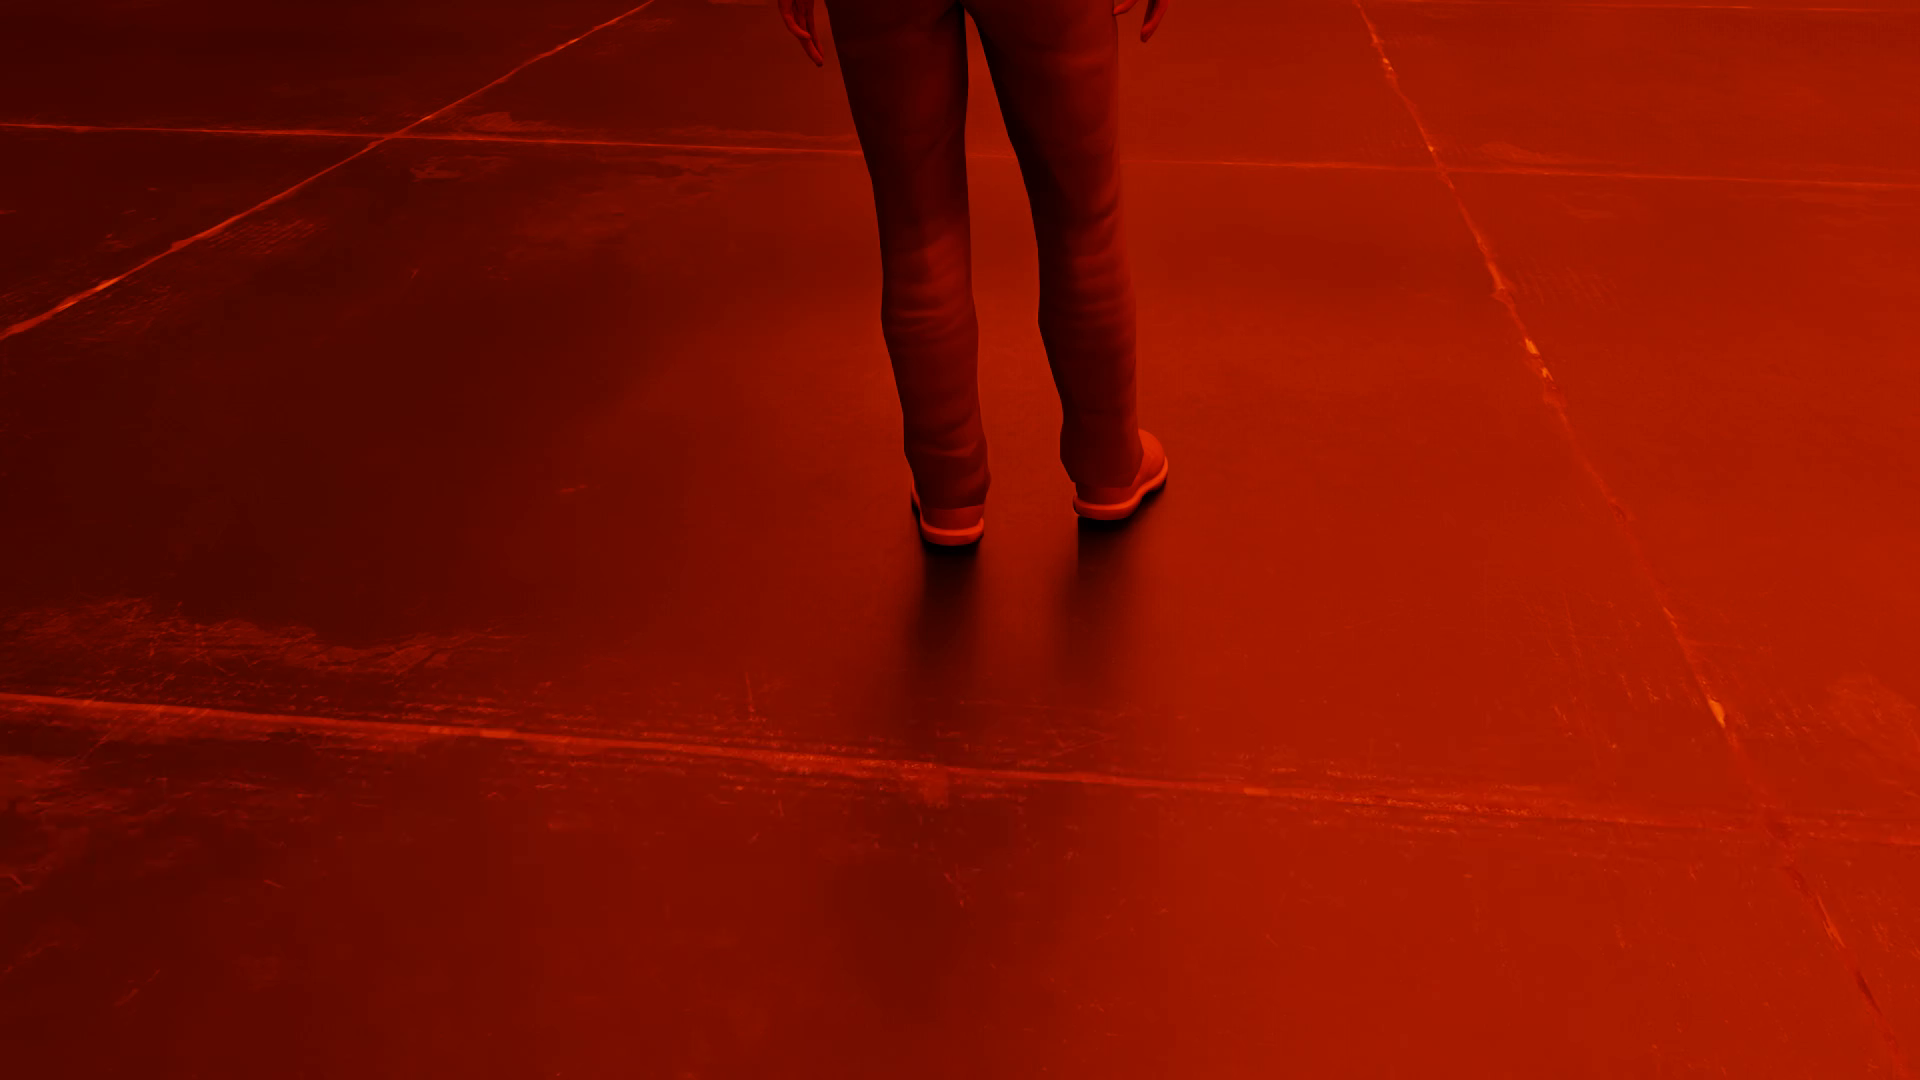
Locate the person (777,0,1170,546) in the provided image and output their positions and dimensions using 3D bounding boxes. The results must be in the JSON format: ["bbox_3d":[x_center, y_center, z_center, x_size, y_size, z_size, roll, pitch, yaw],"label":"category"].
[{"bbox_3d":[0.031,-0.779,2.205,0.569,1.643,0.504,3,27,7],"label":"person"}]
